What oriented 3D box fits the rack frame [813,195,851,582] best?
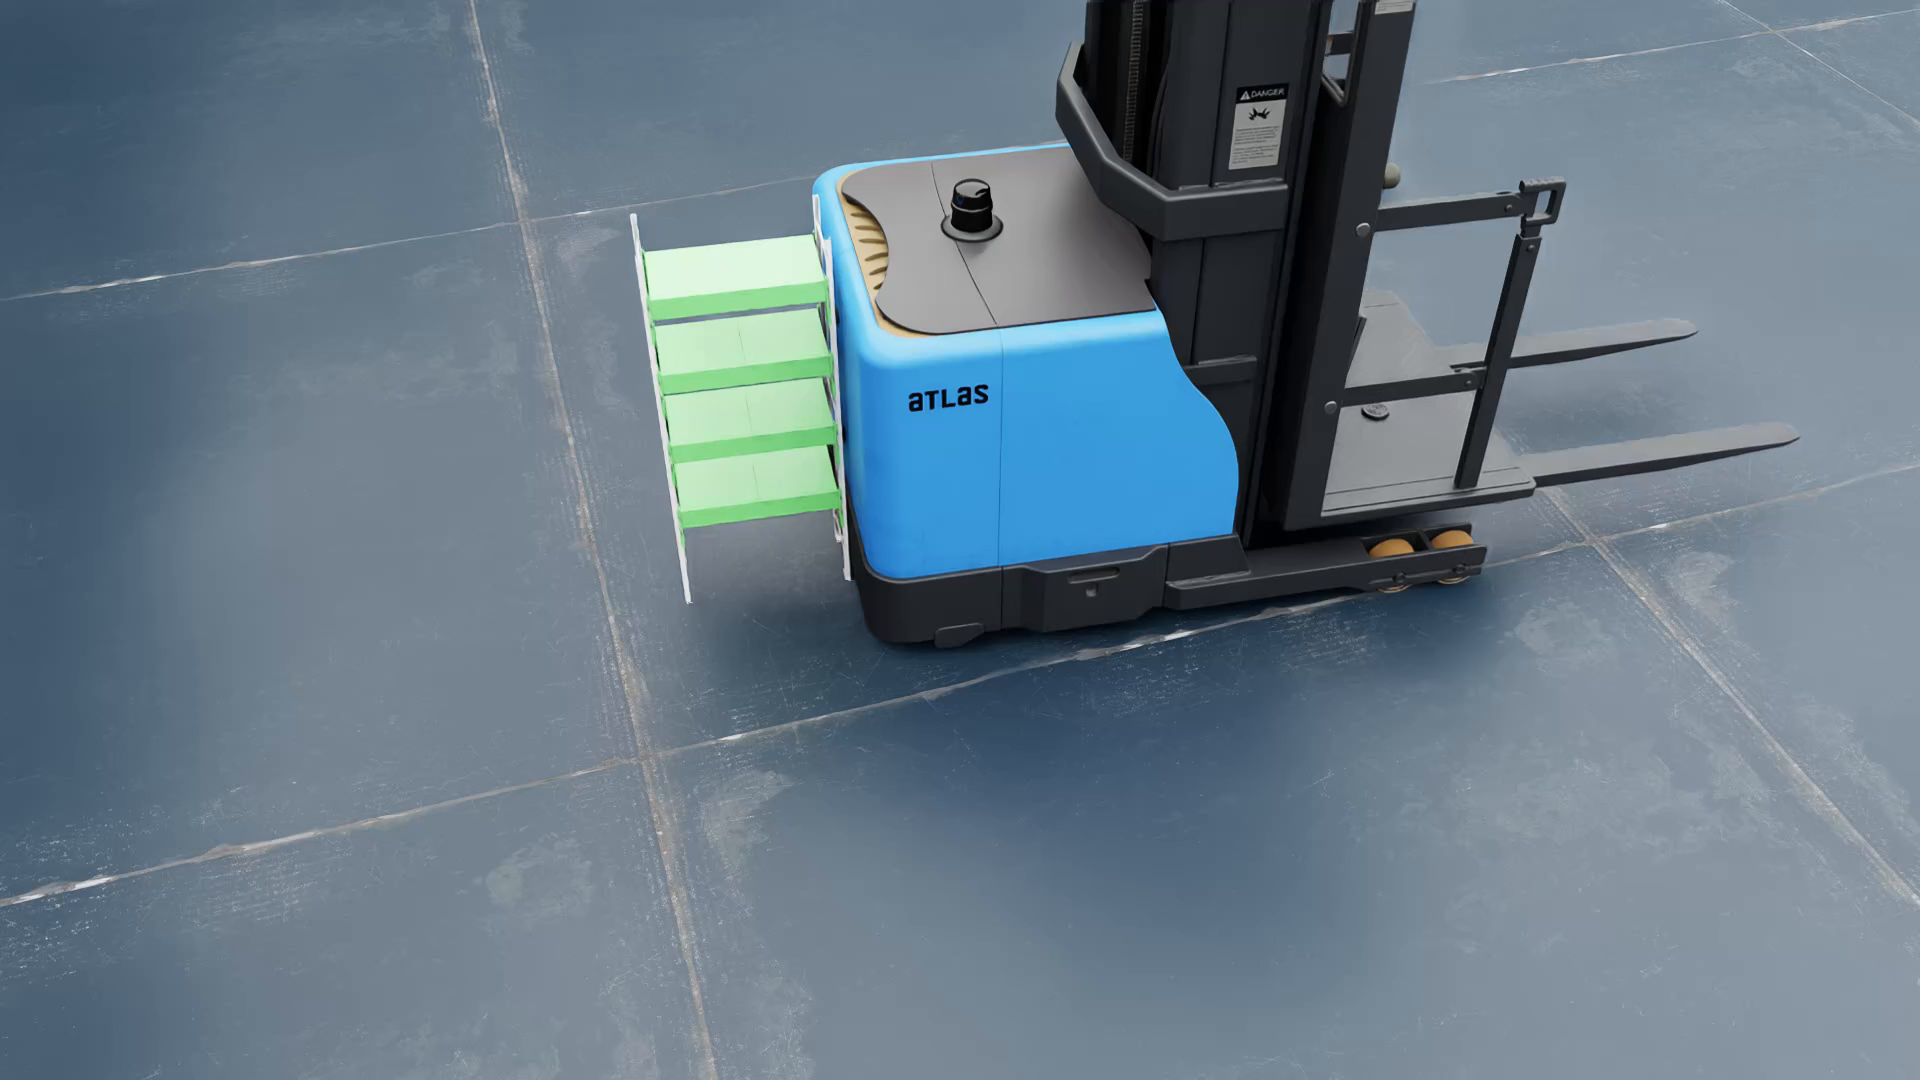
[{"bbox_3d":[-0.367,-0.402,4.799,0.015,1.200,0.240,-8,42,-9],"label":"rack frame"}]

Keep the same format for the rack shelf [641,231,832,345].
[{"bbox_3d":[-0.606,-0.683,4.488,0.480,0.148,0.258,-8,42,-9],"label":"rack shelf"}]

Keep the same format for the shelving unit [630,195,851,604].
[{"bbox_3d":[-0.606,-0.370,4.761,0.503,1.200,0.258,-8,42,-9],"label":"shelving unit"}]

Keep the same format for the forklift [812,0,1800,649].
[{"bbox_3d":[1.125,-1.277,4.484,3.031,2.935,1.130,-8,42,-9],"label":"forklift"}]

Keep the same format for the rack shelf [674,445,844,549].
[{"bbox_3d":[-0.606,-0.141,4.961,0.480,0.148,0.258,-8,42,-9],"label":"rack shelf"}]

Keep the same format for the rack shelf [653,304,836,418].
[{"bbox_3d":[-0.606,-0.502,4.645,0.480,0.148,0.258,-8,42,-9],"label":"rack shelf"}]

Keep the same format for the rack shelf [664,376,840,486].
[{"bbox_3d":[-0.606,-0.322,4.803,0.480,0.148,0.258,-8,42,-9],"label":"rack shelf"}]

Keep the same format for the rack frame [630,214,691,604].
[{"bbox_3d":[-0.845,-0.337,4.724,0.015,1.200,0.240,-8,42,-9],"label":"rack frame"}]
